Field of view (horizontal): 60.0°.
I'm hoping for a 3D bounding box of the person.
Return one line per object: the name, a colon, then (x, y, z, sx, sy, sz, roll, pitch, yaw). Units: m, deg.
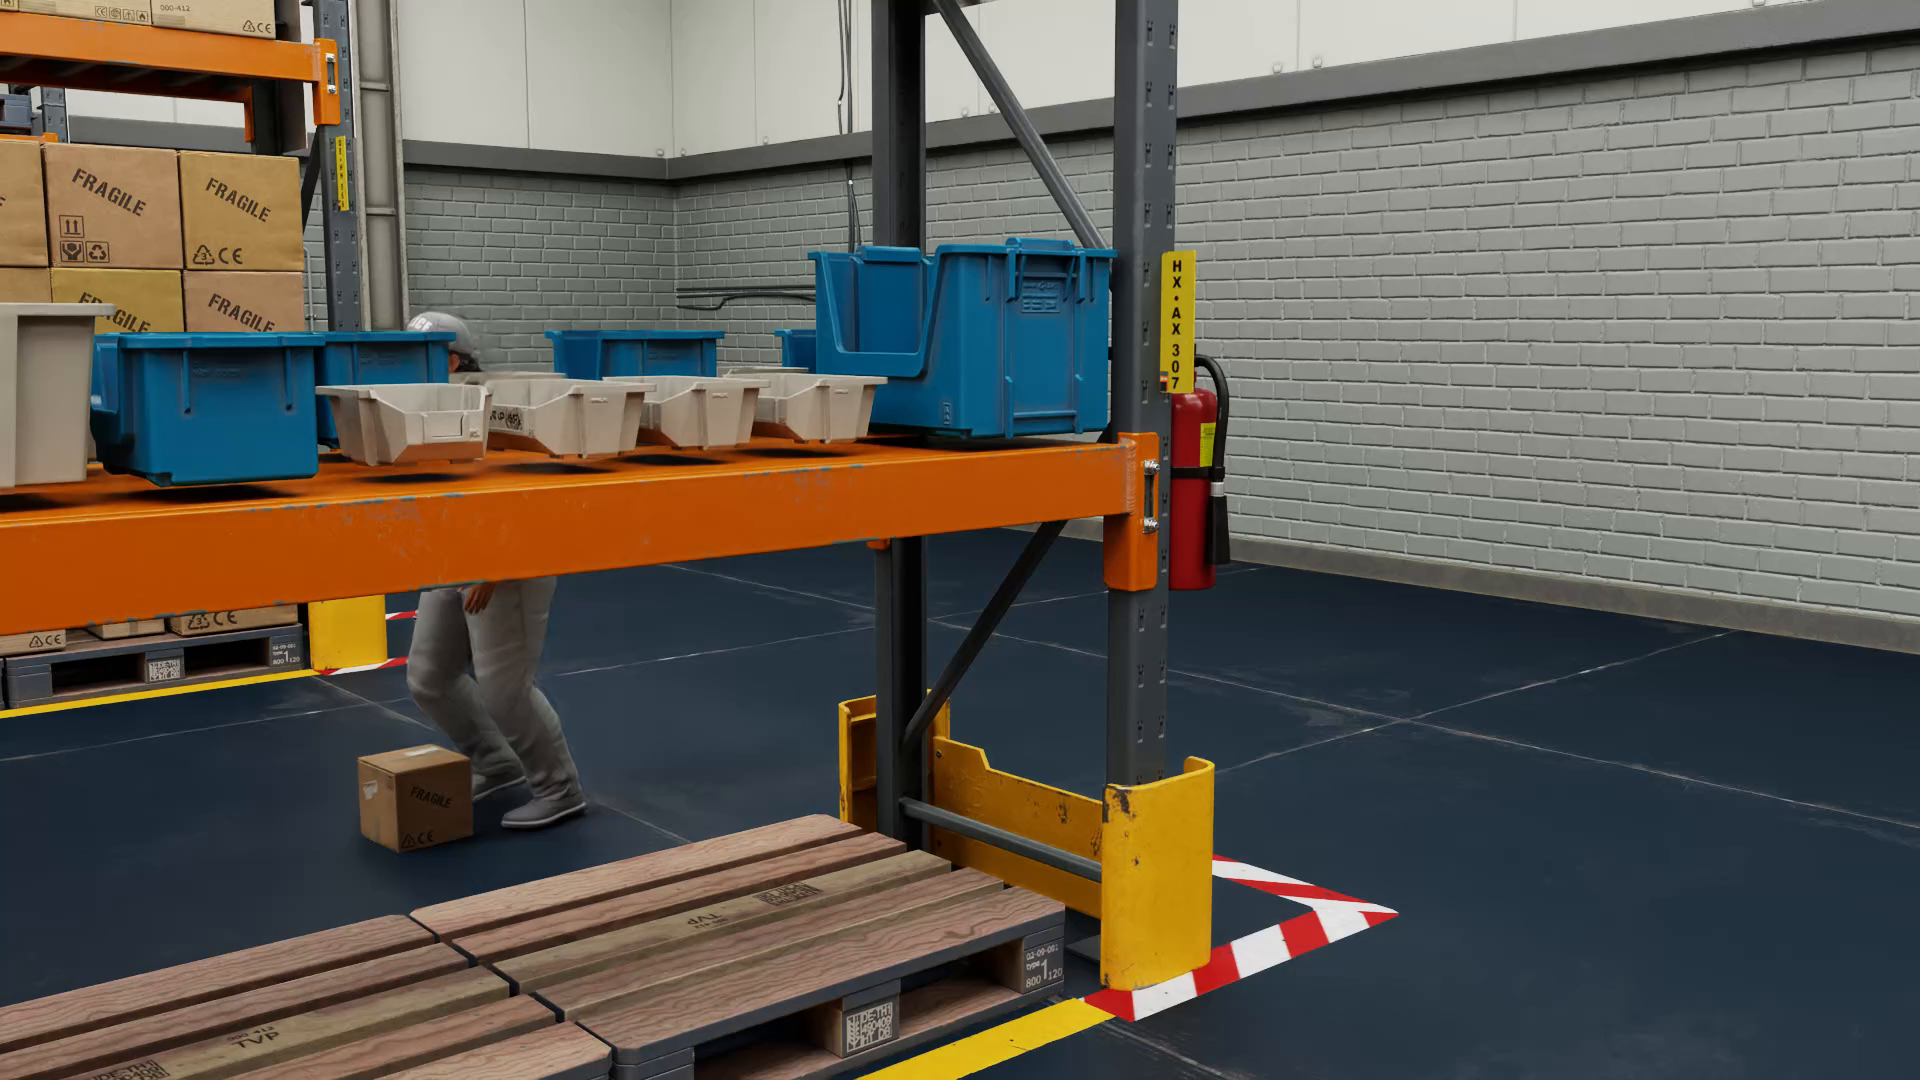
person: (-1.511, 0.102, 5.202, 0.571, 1.606, 0.623, -7, 10, -44)
